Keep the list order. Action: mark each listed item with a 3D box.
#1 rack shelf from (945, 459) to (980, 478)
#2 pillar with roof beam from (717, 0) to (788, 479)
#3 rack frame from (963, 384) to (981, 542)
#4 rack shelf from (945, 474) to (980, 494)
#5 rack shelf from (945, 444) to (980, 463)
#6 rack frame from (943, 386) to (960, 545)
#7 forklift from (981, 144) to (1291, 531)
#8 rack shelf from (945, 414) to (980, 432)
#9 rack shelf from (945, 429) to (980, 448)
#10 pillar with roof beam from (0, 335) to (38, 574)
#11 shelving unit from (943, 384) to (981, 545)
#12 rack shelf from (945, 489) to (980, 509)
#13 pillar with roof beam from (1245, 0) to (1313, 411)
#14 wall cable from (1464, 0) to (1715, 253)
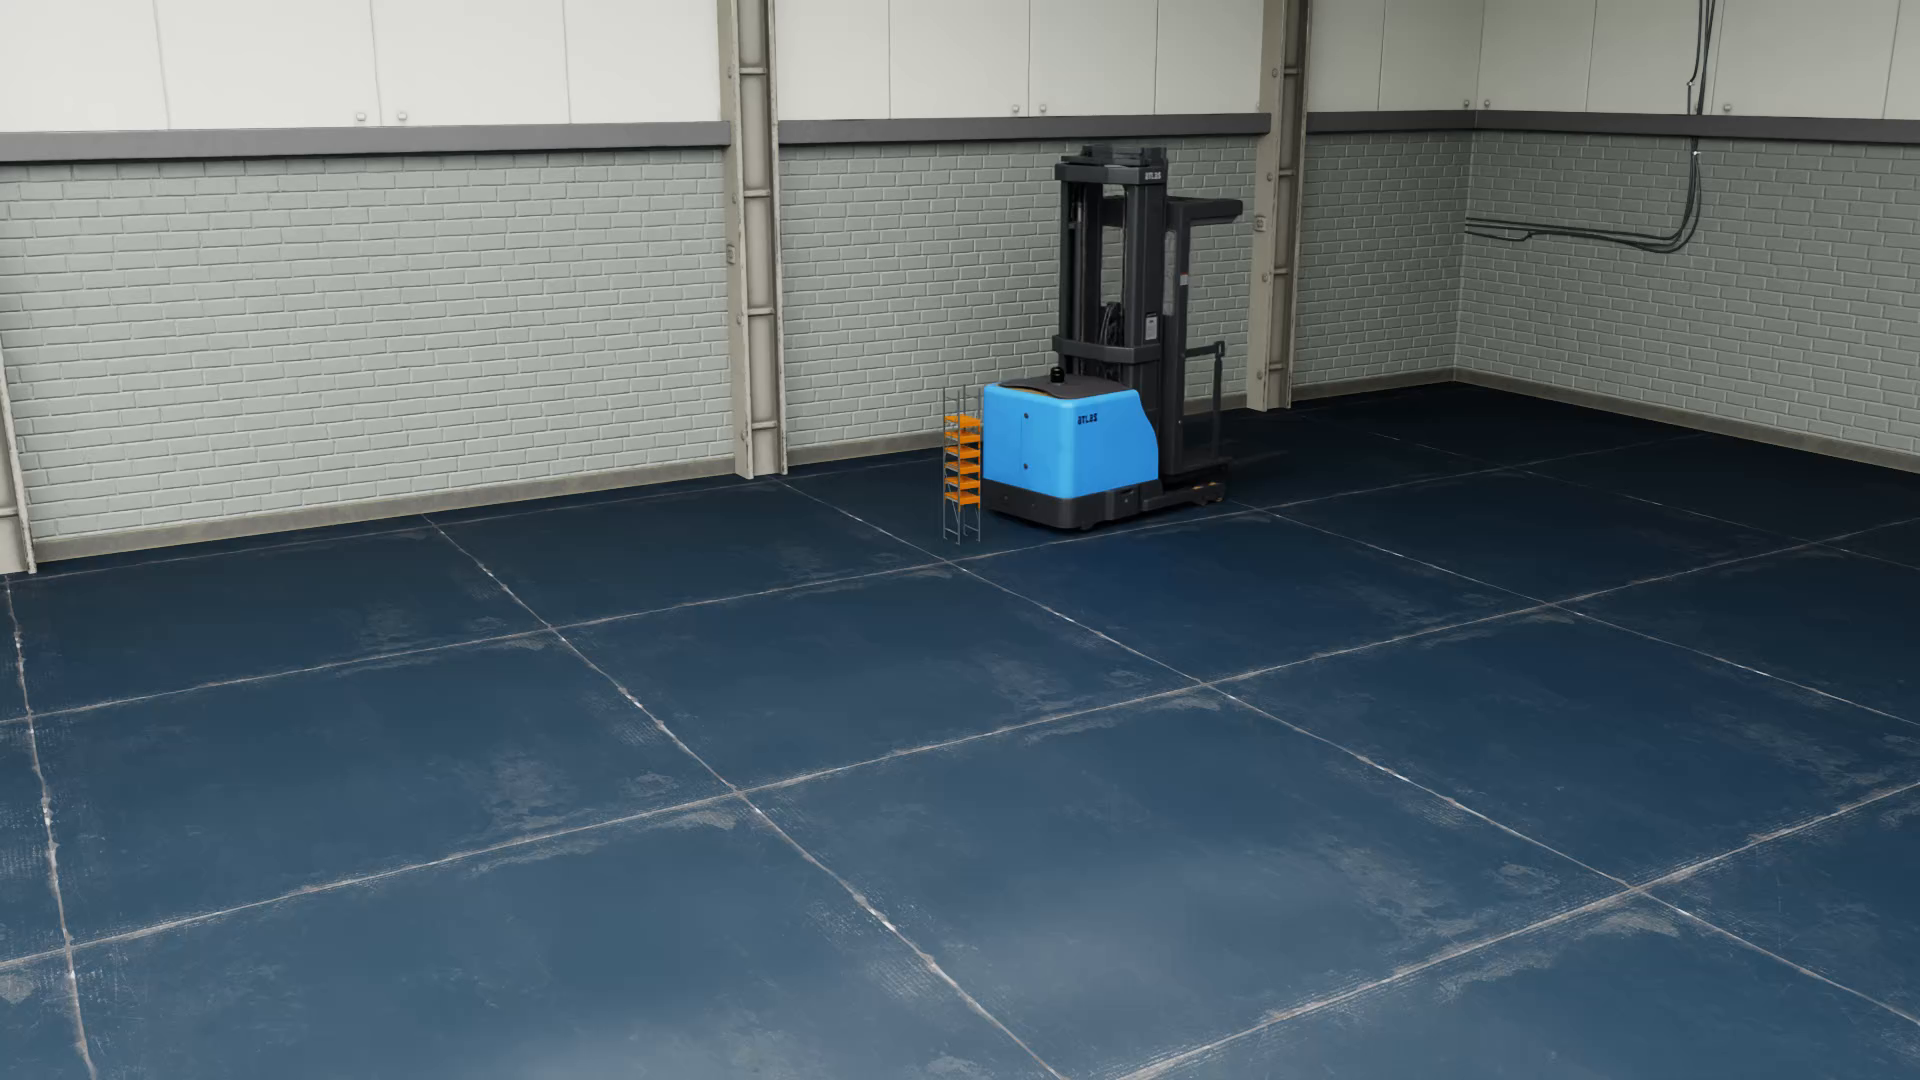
[{"bbox_3d":[0.012,-0.537,12.767,0.180,0.103,0.258,-9,18,-30],"label":"rack shelf"},{"bbox_3d":[0.414,-3.943,10.305,0.400,9.000,9.100,-9,18,-30],"label":"pillar with roof beam"},{"bbox_3d":[0.091,-0.592,12.800,0.006,1.200,0.240,-9,18,-30],"label":"rack frame"},{"bbox_3d":[0.012,-0.421,12.799,0.180,0.103,0.258,-9,18,-30],"label":"rack shelf"},{"bbox_3d":[0.012,-0.653,12.735,0.180,0.103,0.258,-9,18,-30],"label":"rack shelf"},{"bbox_3d":[-0.066,-0.567,12.710,0.006,1.200,0.240,-9,18,-30],"label":"rack frame"},{"bbox_3d":[1.615,-1.793,13.877,3.031,2.935,1.130,-13,20,-39],"label":"forklift"},{"bbox_3d":[0.012,-0.884,12.670,0.180,0.103,0.258,-9,18,-30],"label":"rack shelf"},{"bbox_3d":[0.012,-0.768,12.702,0.180,0.103,0.258,-9,18,-30],"label":"rack shelf"},{"bbox_3d":[-4.729,-3.109,7.330,0.400,9.000,9.100,-9,18,-30],"label":"pillar with roof beam"},{"bbox_3d":[0.012,-0.580,12.755,0.189,1.200,0.258,-9,18,-30],"label":"shelving unit"},{"bbox_3d":[0.012,-0.306,12.832,0.180,0.103,0.258,-9,18,-30],"label":"rack shelf"},{"bbox_3d":[5.558,-4.777,13.281,0.400,9.000,9.100,-9,18,-30],"label":"pillar with roof beam"},{"bbox_3d":[6.547,-4.382,17.623,0.112,2.526,3.097,-9,18,-30],"label":"wall cable"}]
